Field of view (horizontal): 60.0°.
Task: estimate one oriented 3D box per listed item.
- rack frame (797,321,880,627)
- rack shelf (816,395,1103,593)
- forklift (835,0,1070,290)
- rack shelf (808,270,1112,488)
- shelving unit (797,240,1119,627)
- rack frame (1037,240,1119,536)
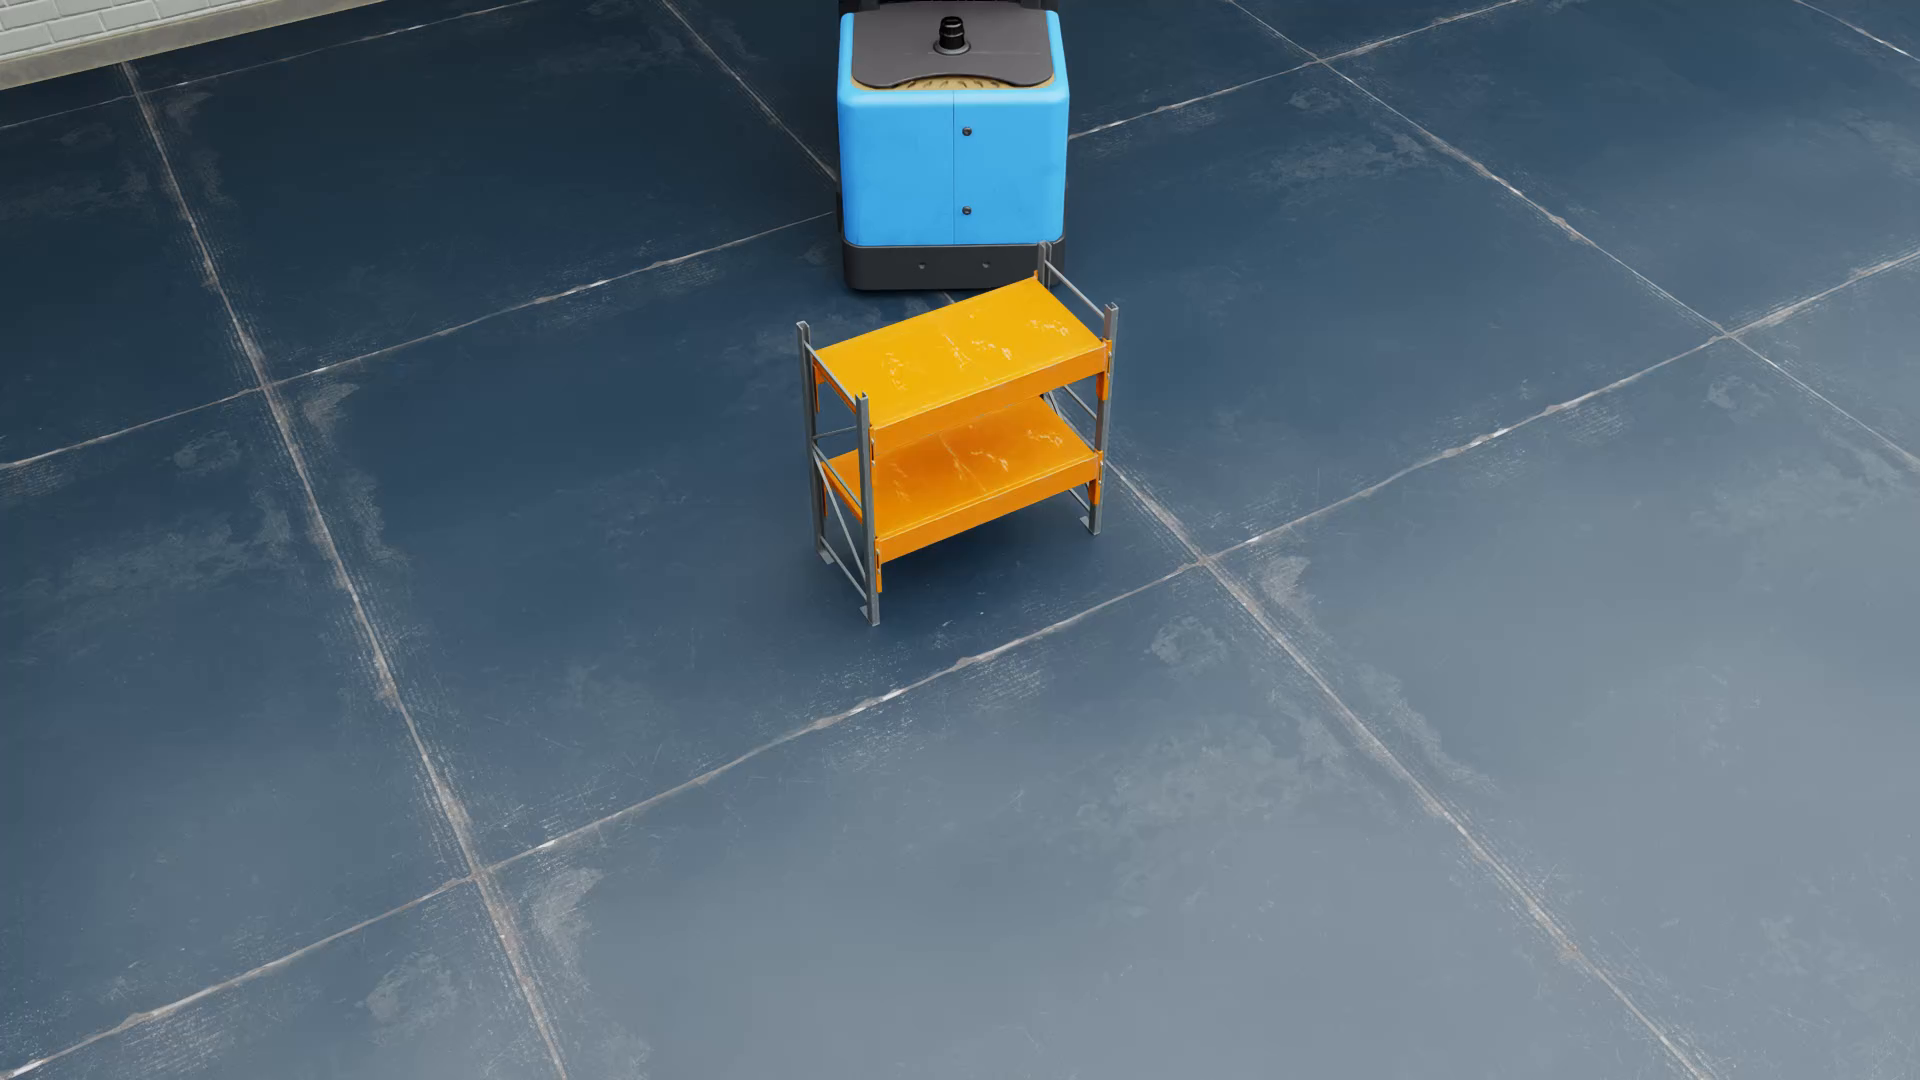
[{"bbox_3d":[-0.447,-0.225,6.174,0.032,1.125,0.500,-22,48,-21],"label":"rack frame"},{"bbox_3d":[-0.006,-0.226,6.526,1.000,0.278,0.538,-22,48,-21],"label":"rack shelf"},{"bbox_3d":[-0.066,-3.243,7.987,1.130,2.935,3.031,-1,44,-1],"label":"forklift"},{"bbox_3d":[-0.006,-0.611,6.152,1.000,0.278,0.538,-22,48,-21],"label":"rack shelf"},{"bbox_3d":[-0.006,-0.401,6.356,1.048,1.125,0.538,-22,48,-21],"label":"shelving unit"},{"bbox_3d":[0.435,-0.578,6.538,0.032,1.125,0.500,-22,48,-21],"label":"rack frame"}]
